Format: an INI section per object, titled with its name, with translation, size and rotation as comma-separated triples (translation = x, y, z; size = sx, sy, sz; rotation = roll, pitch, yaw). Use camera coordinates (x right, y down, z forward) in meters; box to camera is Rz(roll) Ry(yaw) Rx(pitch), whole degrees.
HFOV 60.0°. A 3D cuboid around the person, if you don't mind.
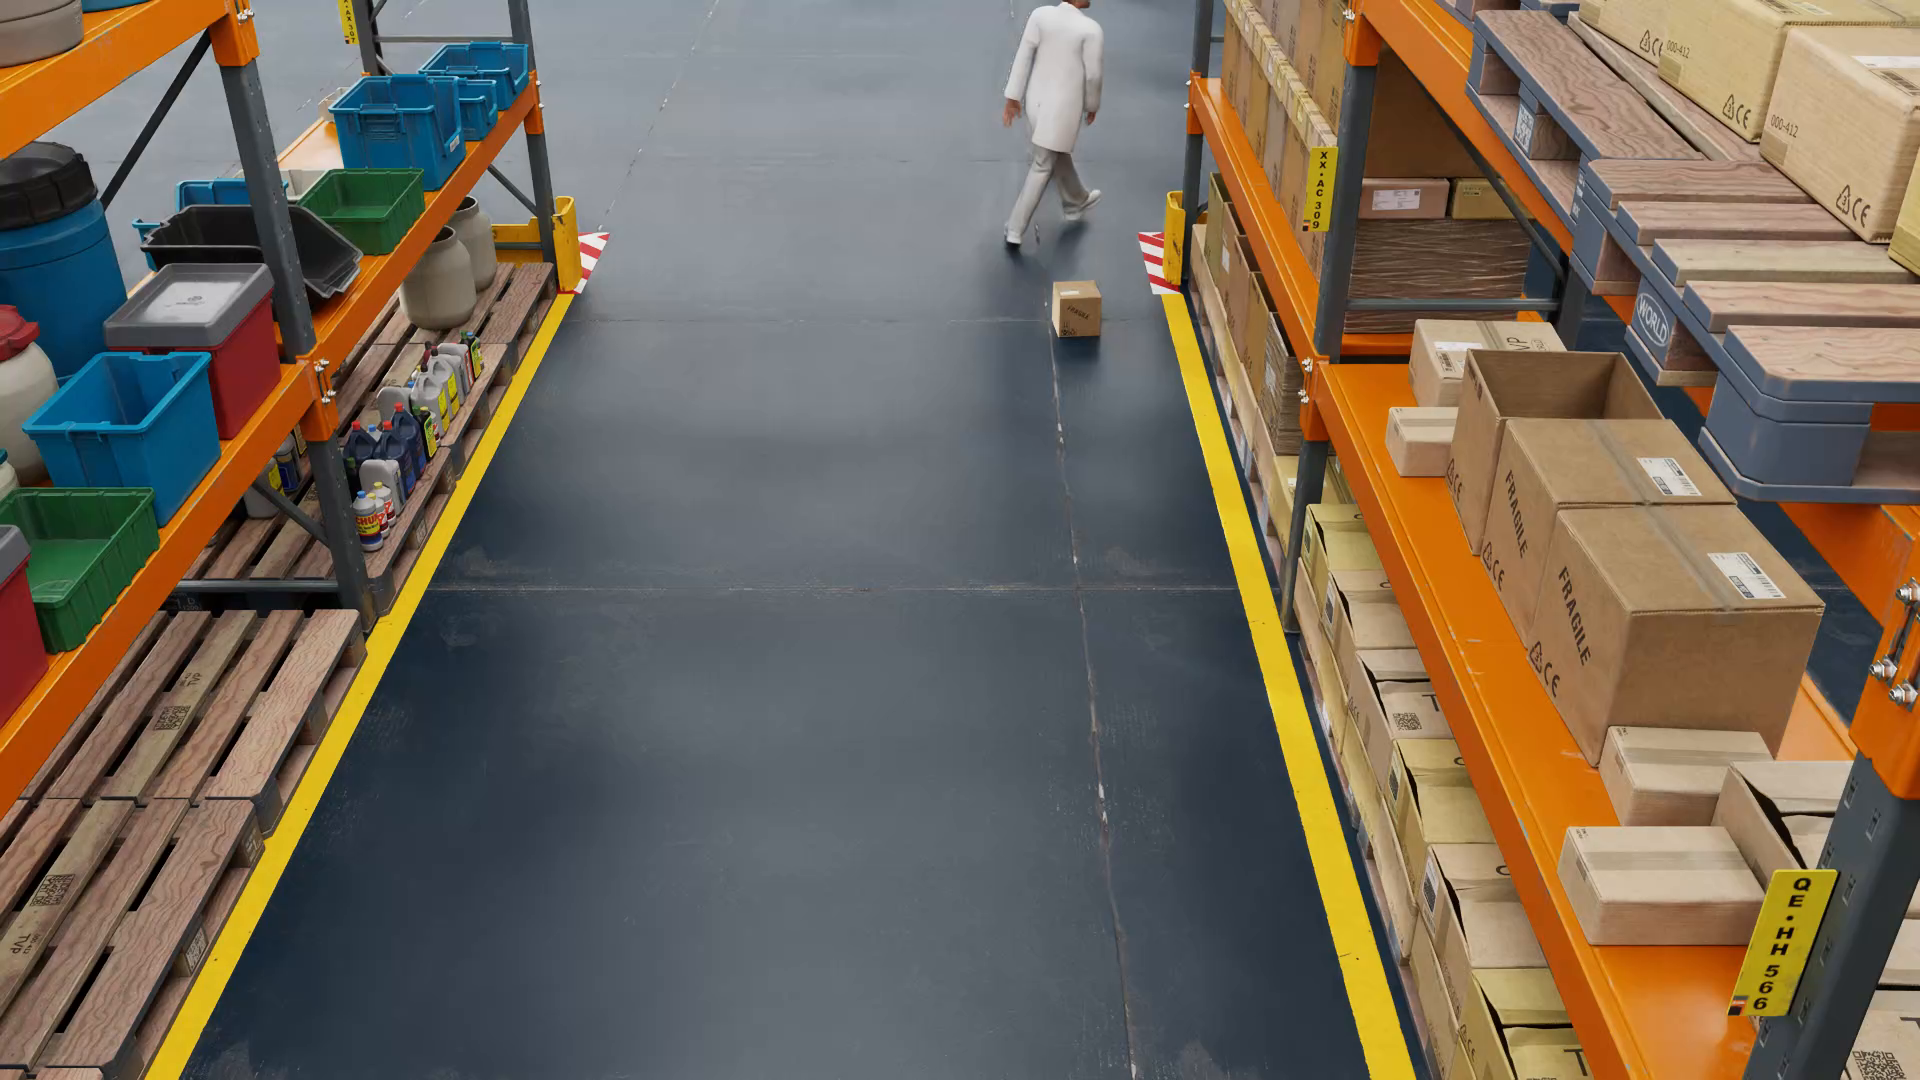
[person]
translation = 0.693, -2.801, 10.889
size = 0.614, 1.623, 1.014
rotation = 25, 39, 35
